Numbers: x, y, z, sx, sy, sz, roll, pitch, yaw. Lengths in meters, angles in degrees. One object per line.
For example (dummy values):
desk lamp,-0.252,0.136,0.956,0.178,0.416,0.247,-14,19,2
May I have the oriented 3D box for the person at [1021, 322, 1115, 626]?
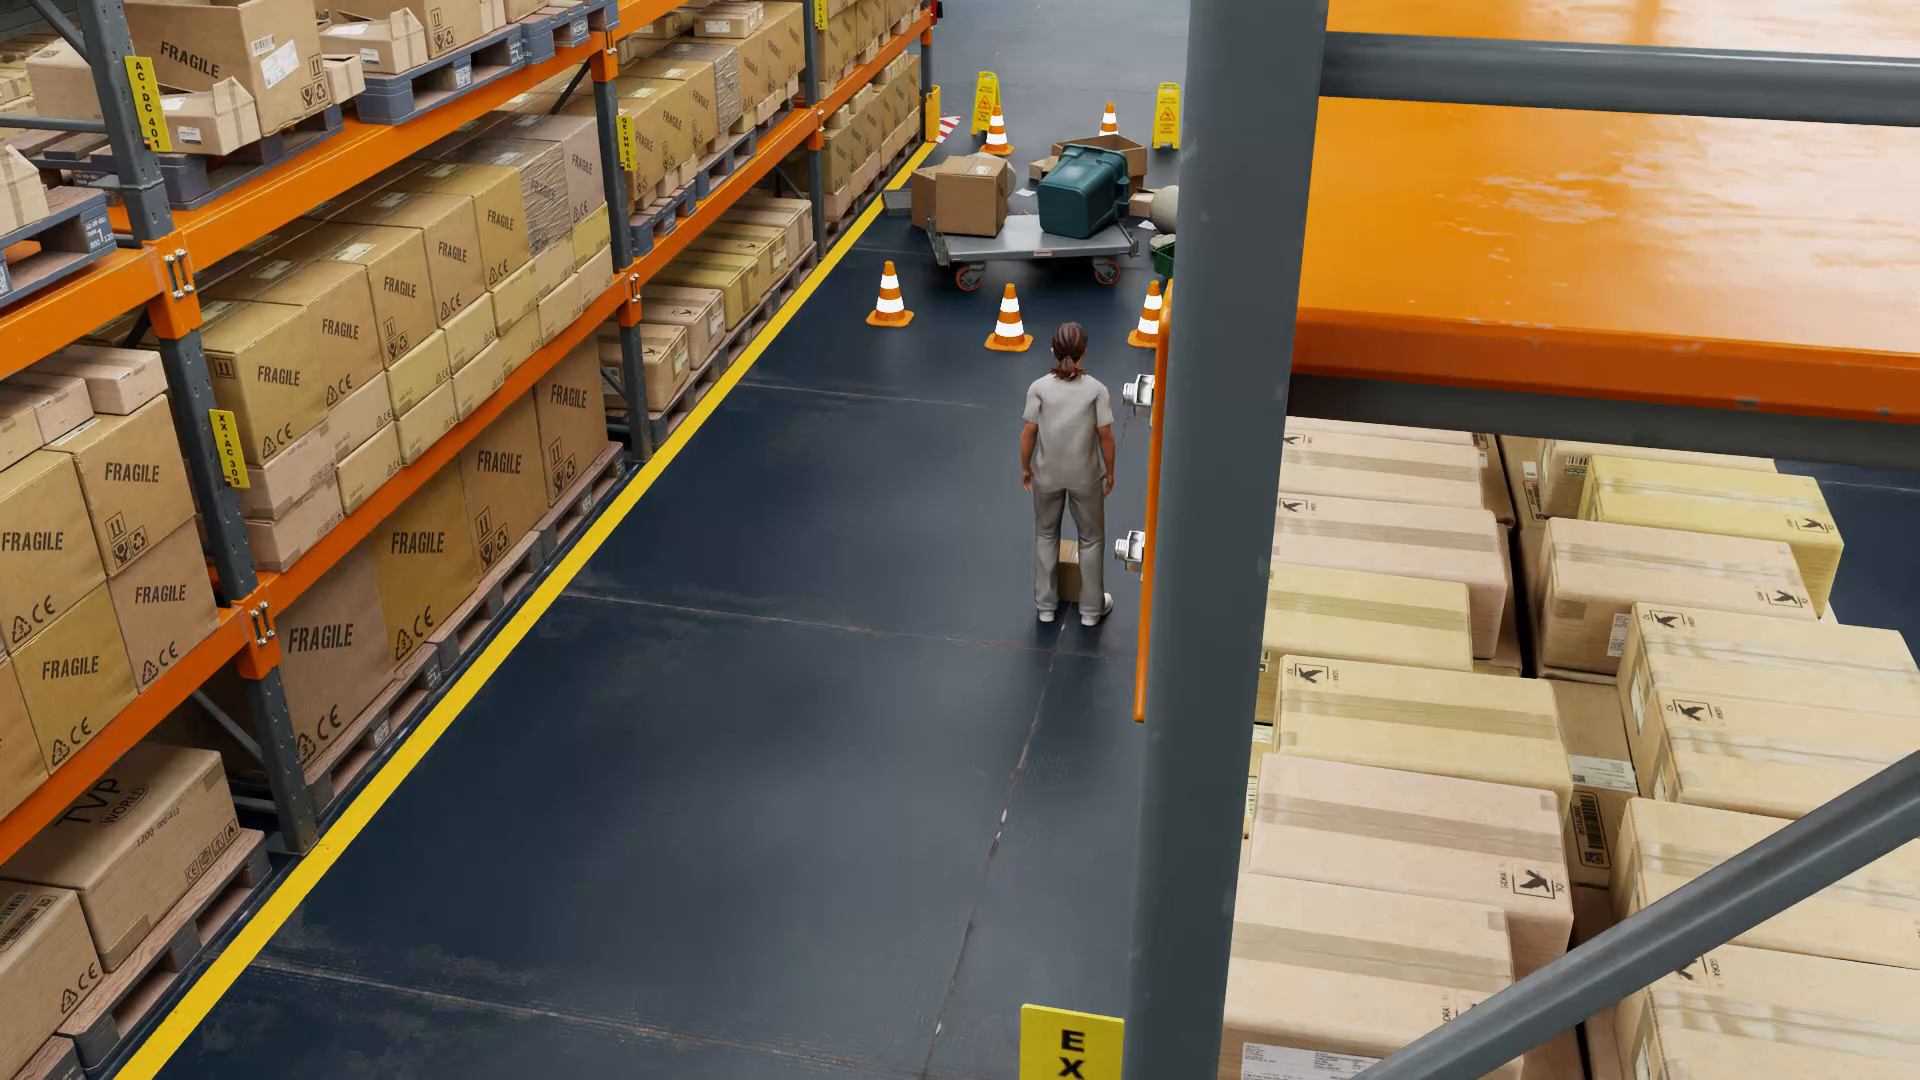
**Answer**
person,0.572,-0.333,8.729,0.513,1.673,0.355,5,29,8
